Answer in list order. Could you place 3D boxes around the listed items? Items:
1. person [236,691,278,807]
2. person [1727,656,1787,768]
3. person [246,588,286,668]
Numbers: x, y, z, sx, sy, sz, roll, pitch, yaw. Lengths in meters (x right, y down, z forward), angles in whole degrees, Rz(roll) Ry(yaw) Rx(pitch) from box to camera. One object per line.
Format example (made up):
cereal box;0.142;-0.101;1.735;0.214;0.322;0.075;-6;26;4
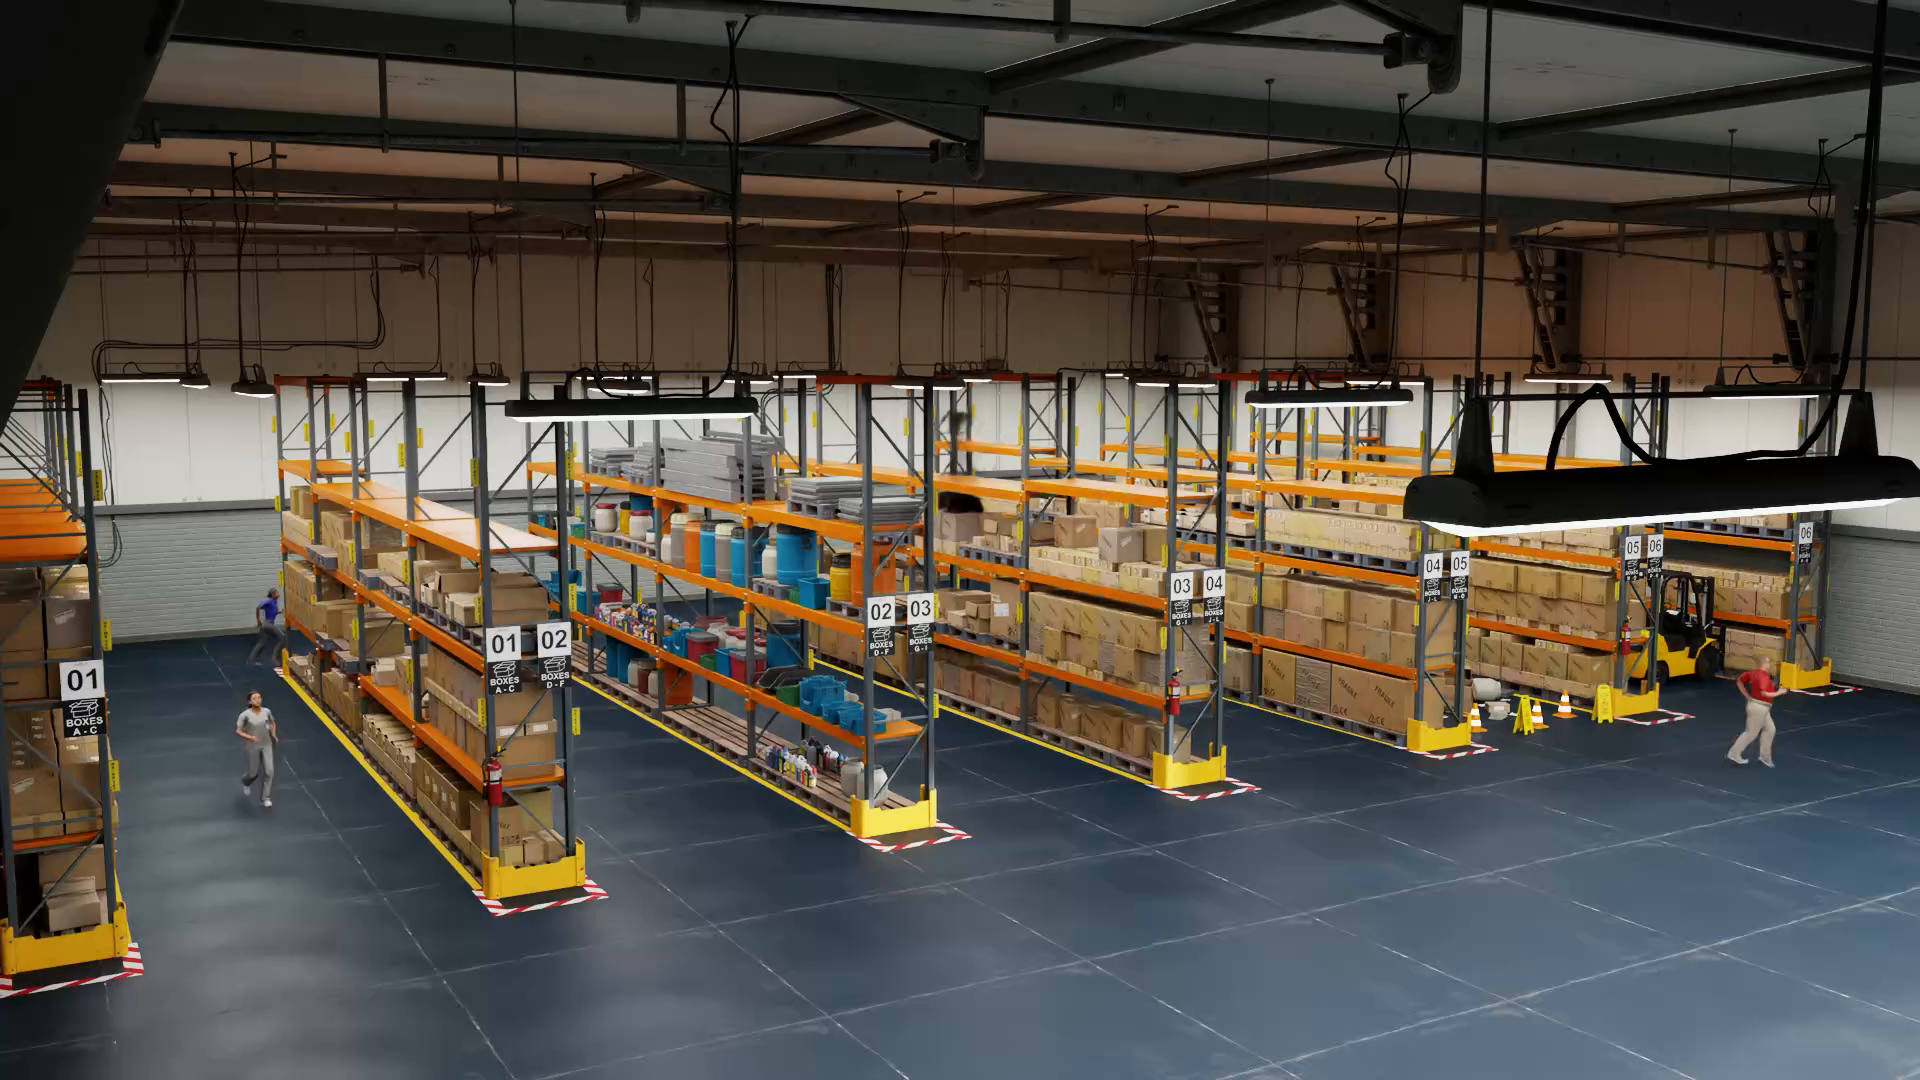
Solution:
person;-9.965;2.979;23.615;0.573;1.550;0.758;-6;8;-42
person;12.318;2.686;25.700;0.803;1.806;0.627;2;6;15
person;-14.150;1.814;33.997;0.843;1.658;0.563;-3;7;-27
